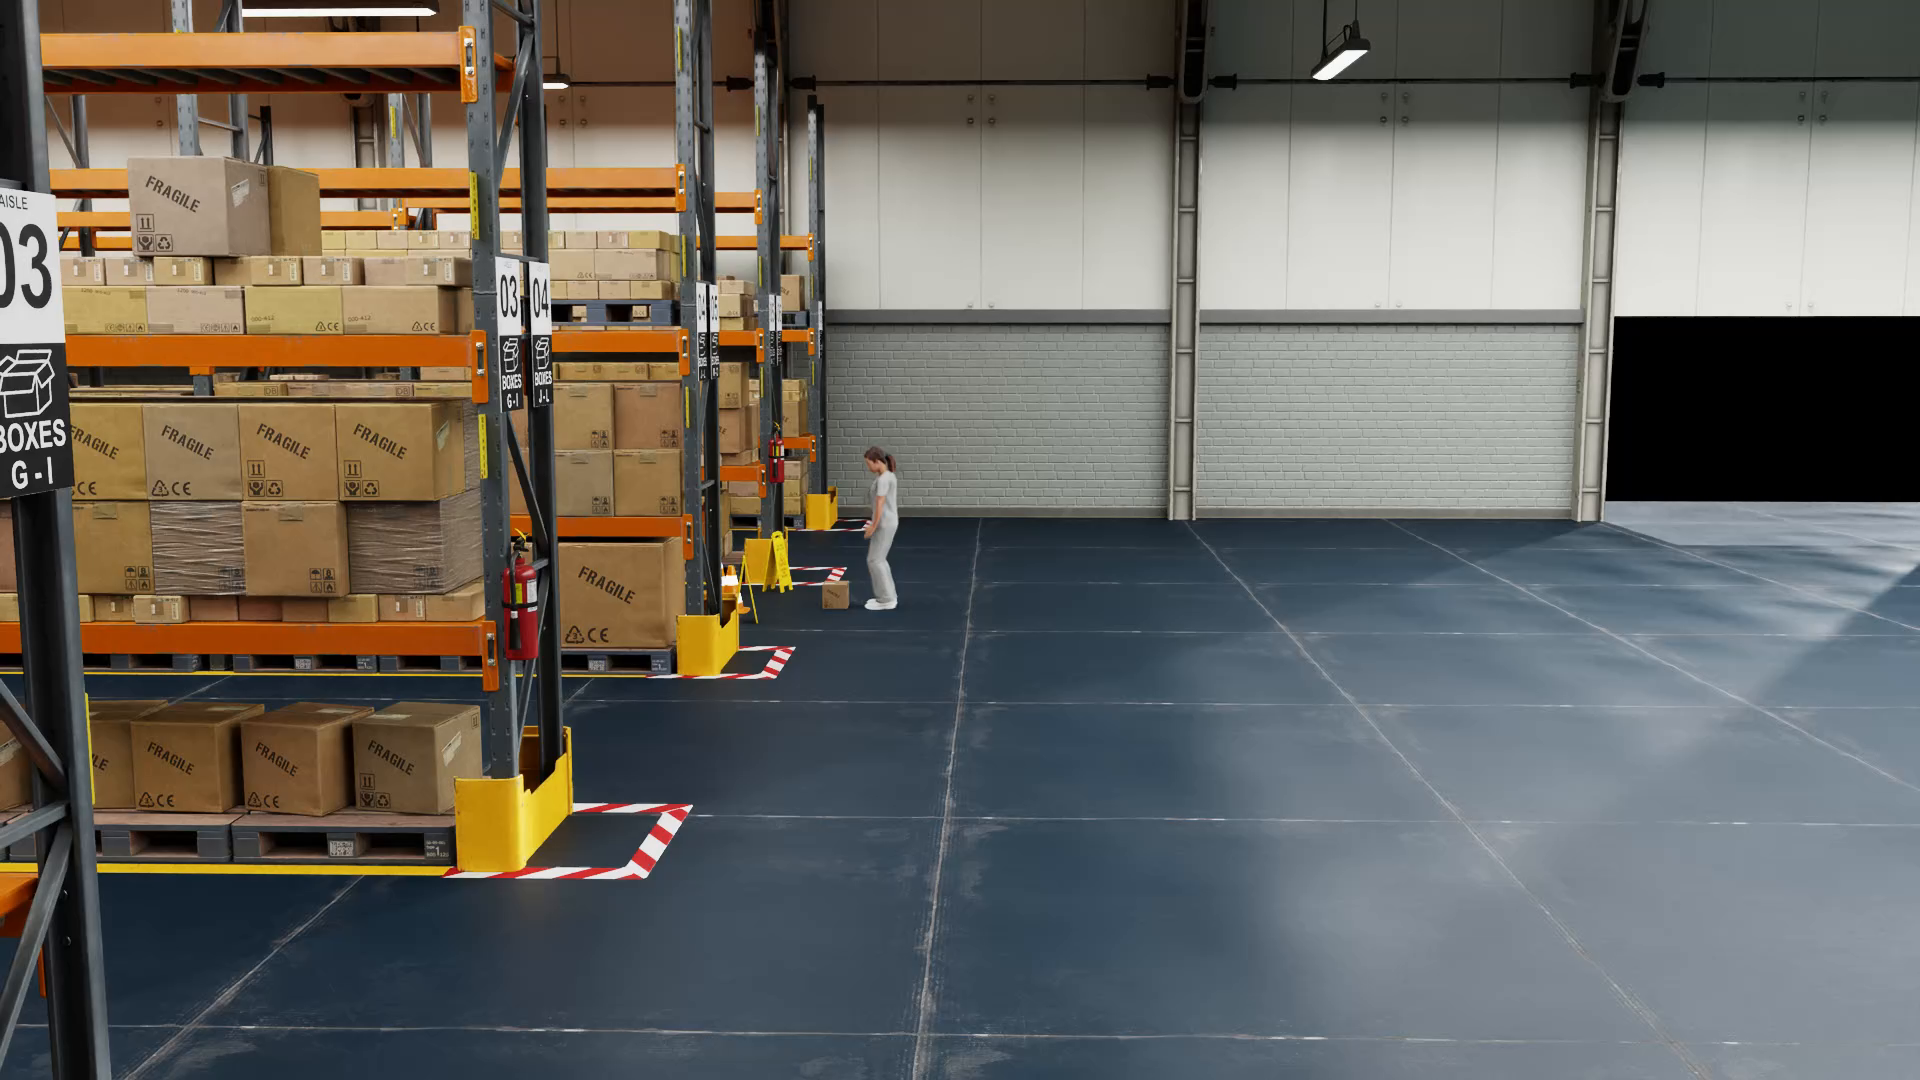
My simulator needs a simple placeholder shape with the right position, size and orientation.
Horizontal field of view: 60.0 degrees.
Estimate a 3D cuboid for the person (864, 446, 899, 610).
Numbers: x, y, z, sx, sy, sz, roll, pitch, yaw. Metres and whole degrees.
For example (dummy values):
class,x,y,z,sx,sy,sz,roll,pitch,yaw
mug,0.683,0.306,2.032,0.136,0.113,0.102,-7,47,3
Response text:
class,x,y,z,sx,sy,sz,roll,pitch,yaw
person,-0.794,-0.125,16.887,0.347,1.654,0.453,0,7,3
